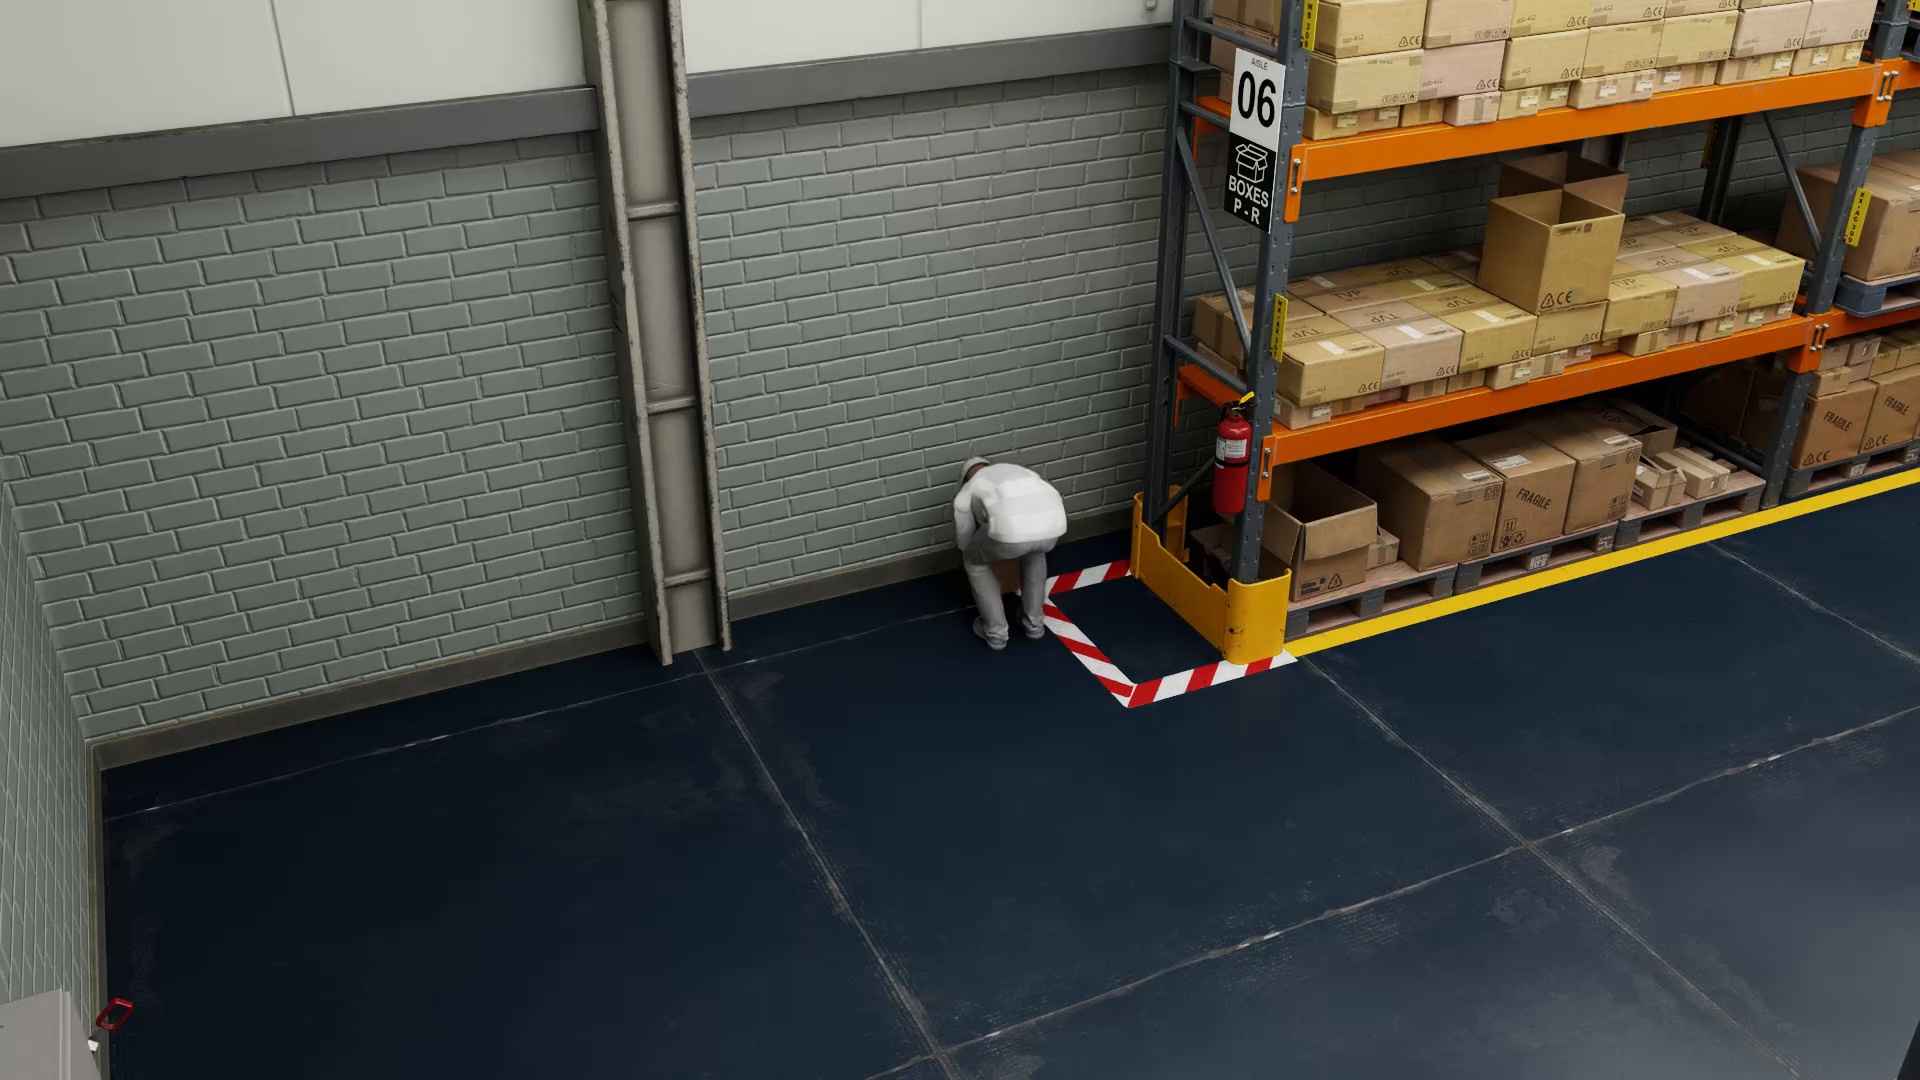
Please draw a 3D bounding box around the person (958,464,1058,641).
[{"bbox_3d":[0.233,0.043,9.208,0.488,0.831,0.915,-10,31,-18],"label":"person"}]
